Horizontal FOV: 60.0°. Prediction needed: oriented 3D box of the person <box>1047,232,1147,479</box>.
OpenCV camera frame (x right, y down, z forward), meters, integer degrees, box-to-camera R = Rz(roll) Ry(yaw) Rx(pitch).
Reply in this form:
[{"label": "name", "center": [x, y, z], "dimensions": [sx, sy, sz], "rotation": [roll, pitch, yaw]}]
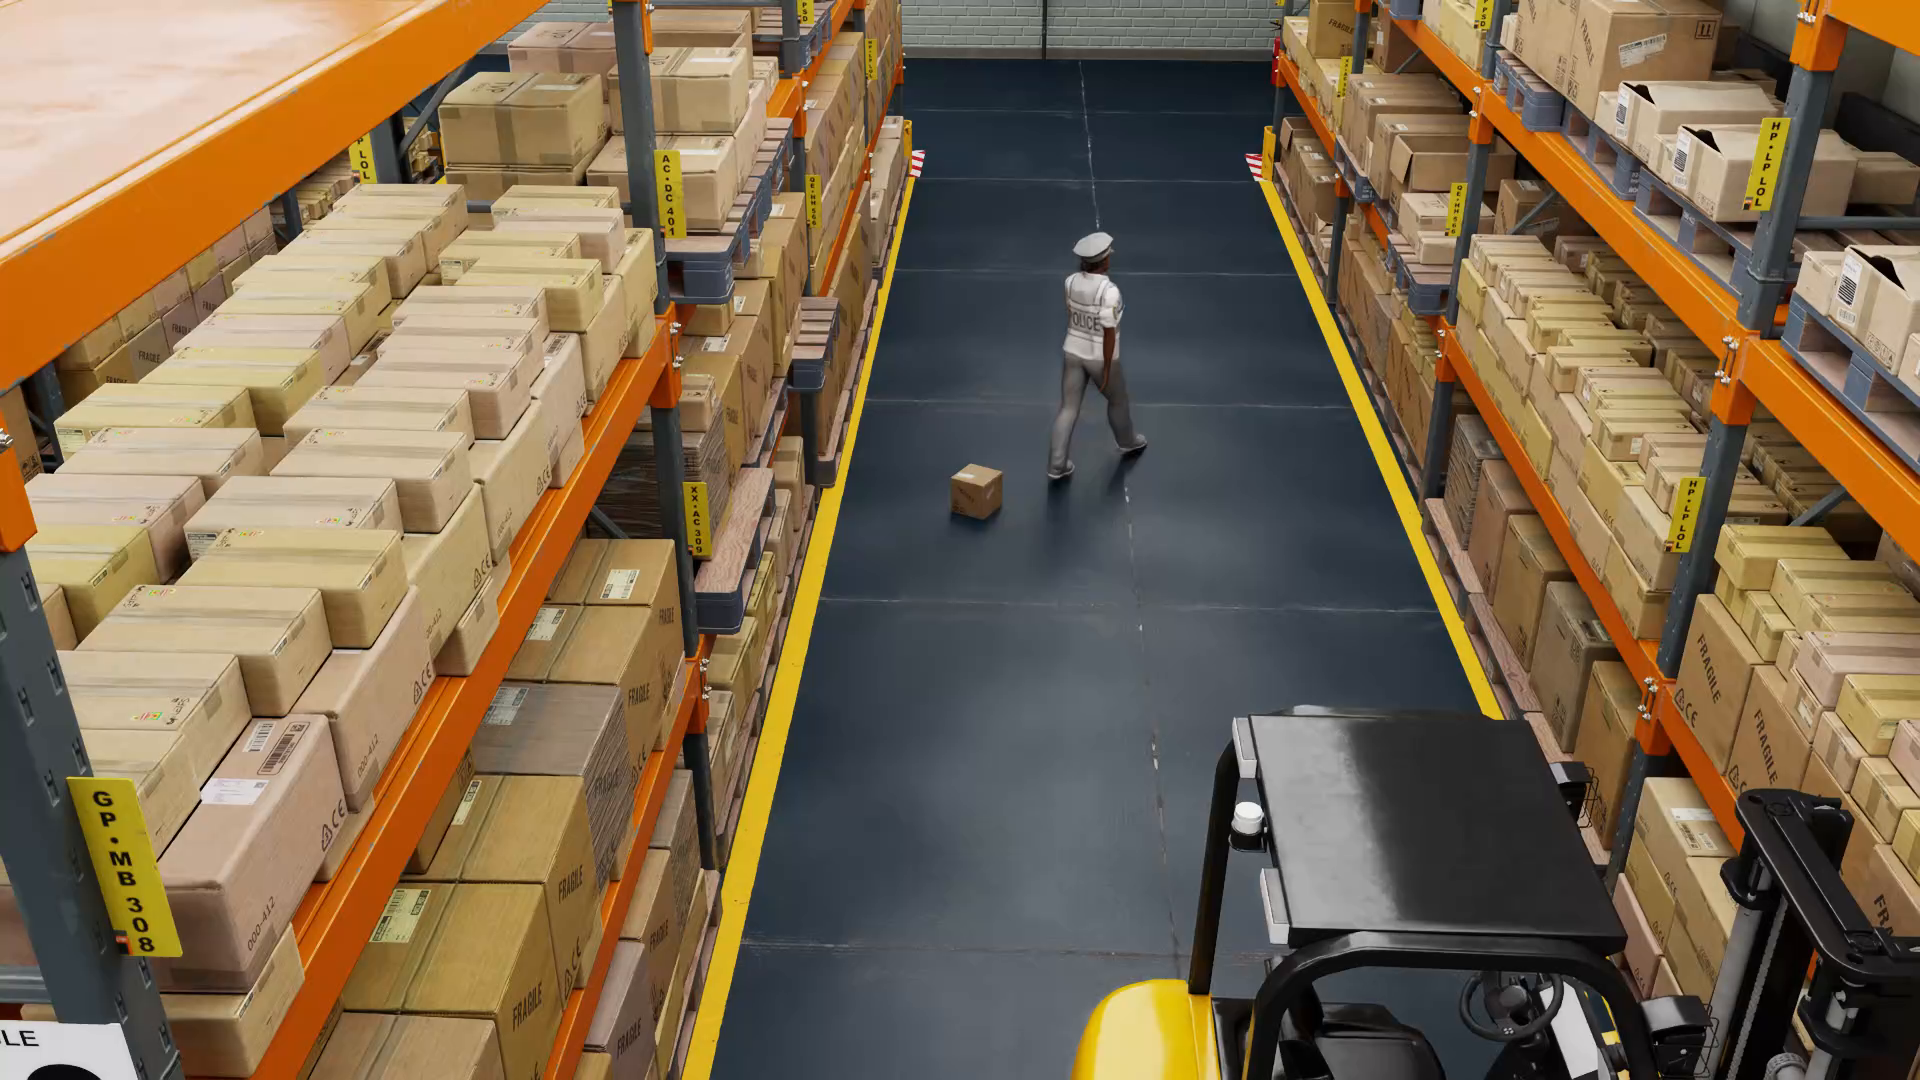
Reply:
[{"label": "person", "center": [0.925, -1.277, 11.169], "dimensions": [0.460, 1.636, 0.971], "rotation": [20, 34, 32]}]
